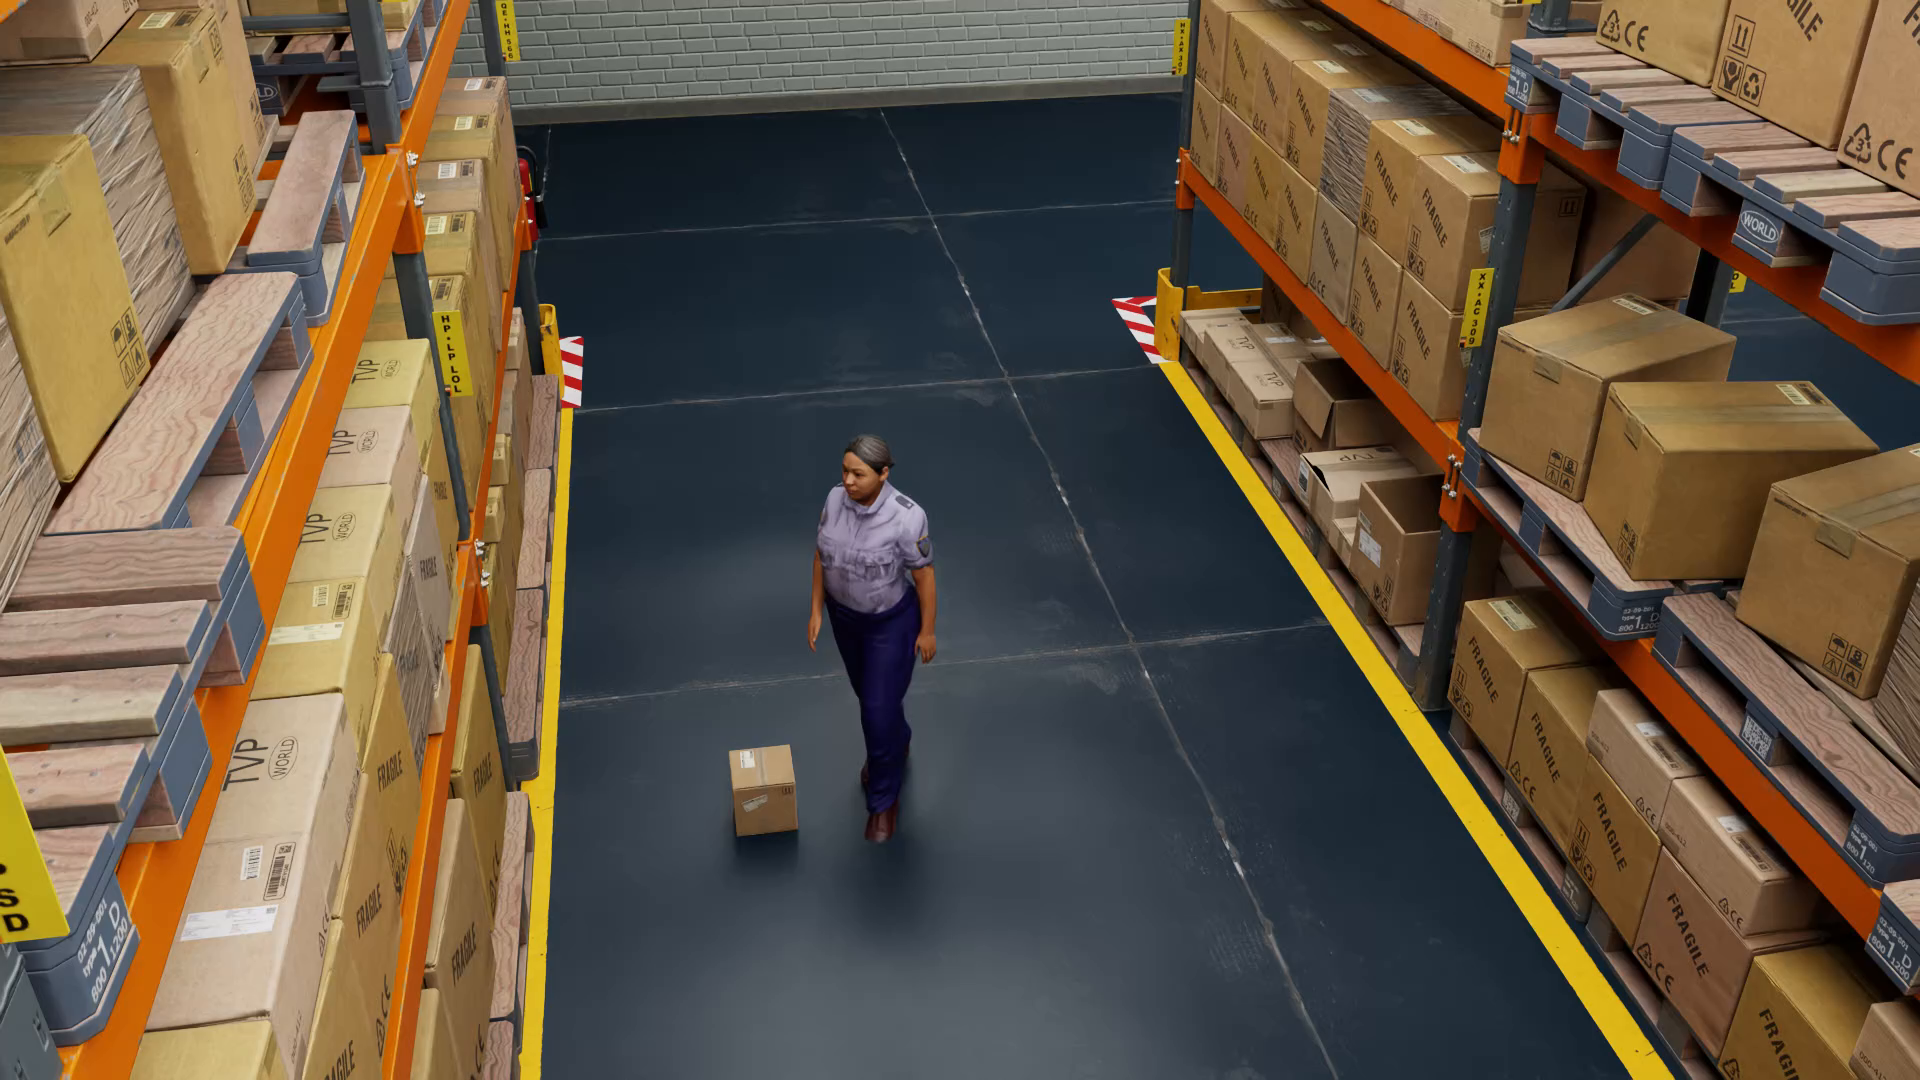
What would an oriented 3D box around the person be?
[{"bbox_3d":[-0.362,0.373,6.576,0.517,1.724,0.569,22,37,32],"label":"person"}]
